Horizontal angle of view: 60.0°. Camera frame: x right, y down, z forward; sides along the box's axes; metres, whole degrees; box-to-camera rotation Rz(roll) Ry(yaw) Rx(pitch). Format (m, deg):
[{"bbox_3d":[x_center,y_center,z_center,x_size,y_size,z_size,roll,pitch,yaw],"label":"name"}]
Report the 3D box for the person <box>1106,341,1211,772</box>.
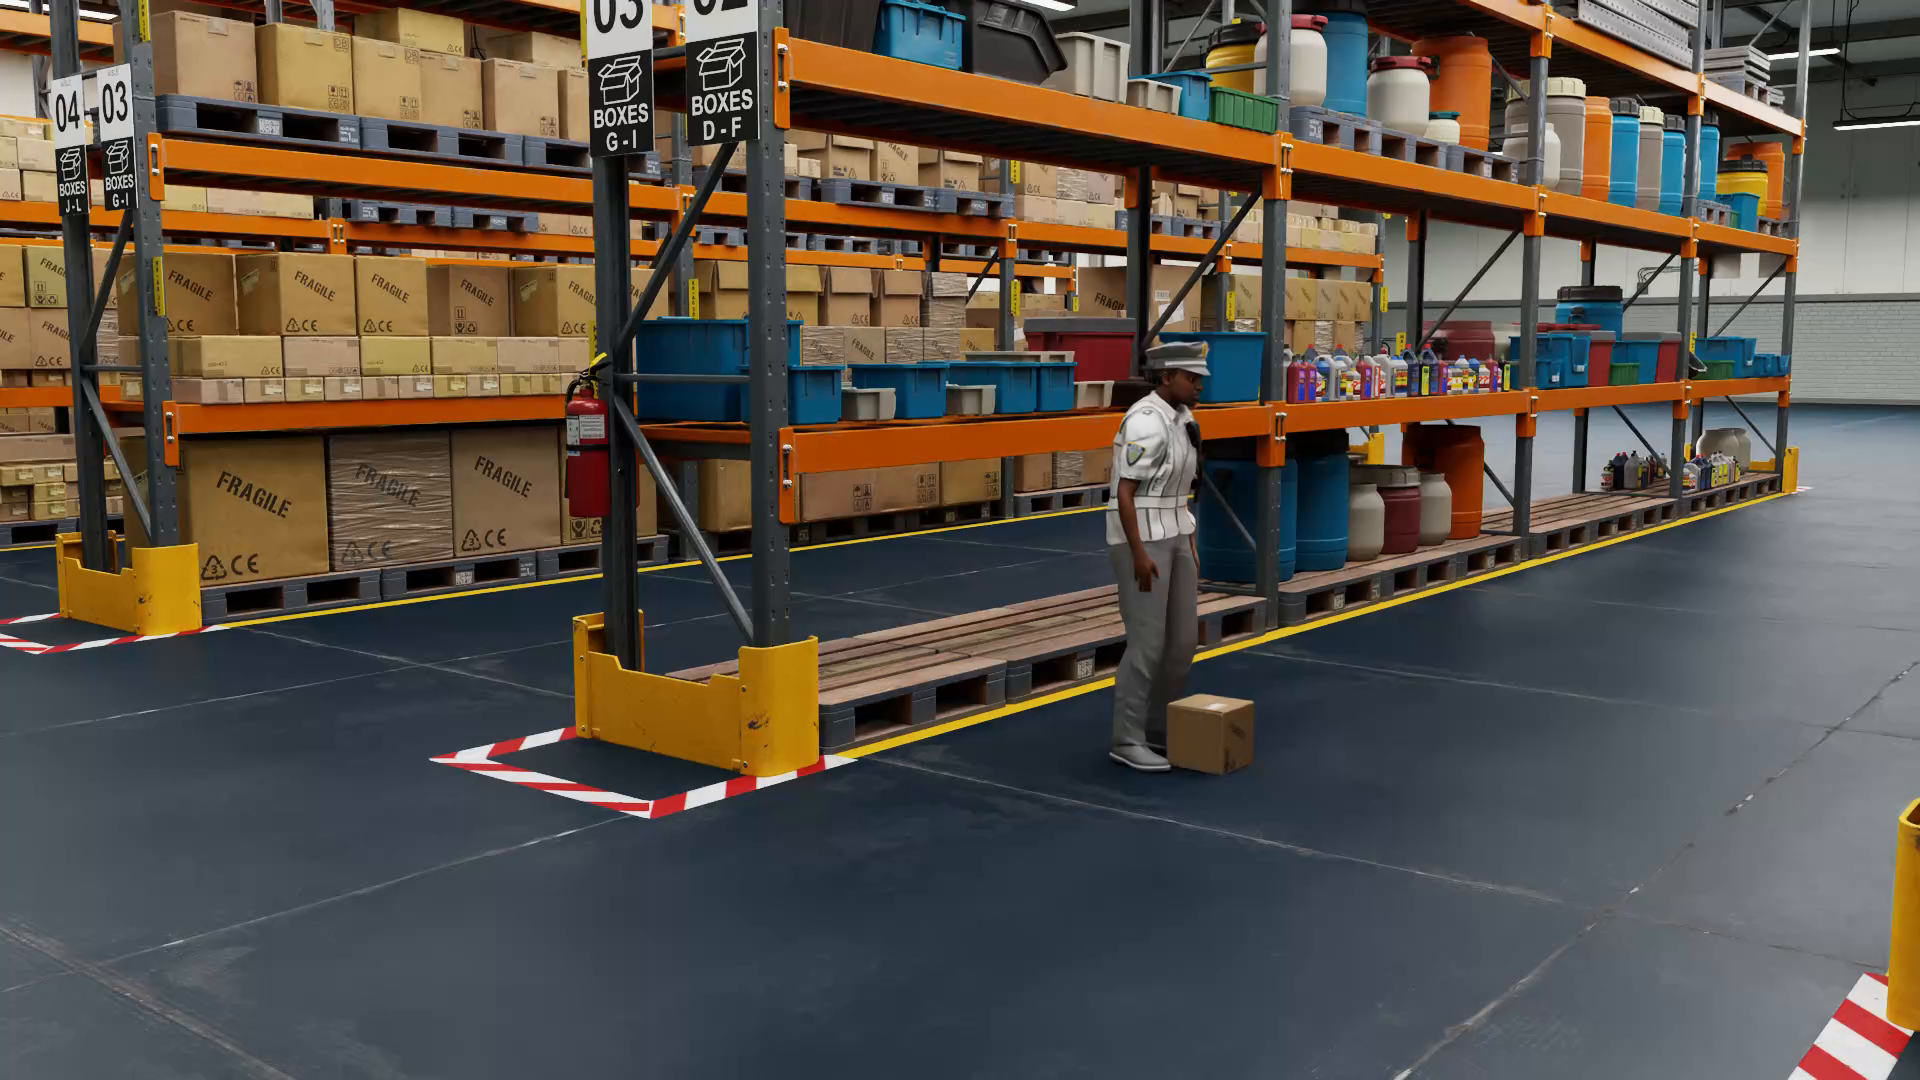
[{"bbox_3d":[0.787,0.047,6.588,0.388,1.659,0.506,5,8,36],"label":"person"}]
